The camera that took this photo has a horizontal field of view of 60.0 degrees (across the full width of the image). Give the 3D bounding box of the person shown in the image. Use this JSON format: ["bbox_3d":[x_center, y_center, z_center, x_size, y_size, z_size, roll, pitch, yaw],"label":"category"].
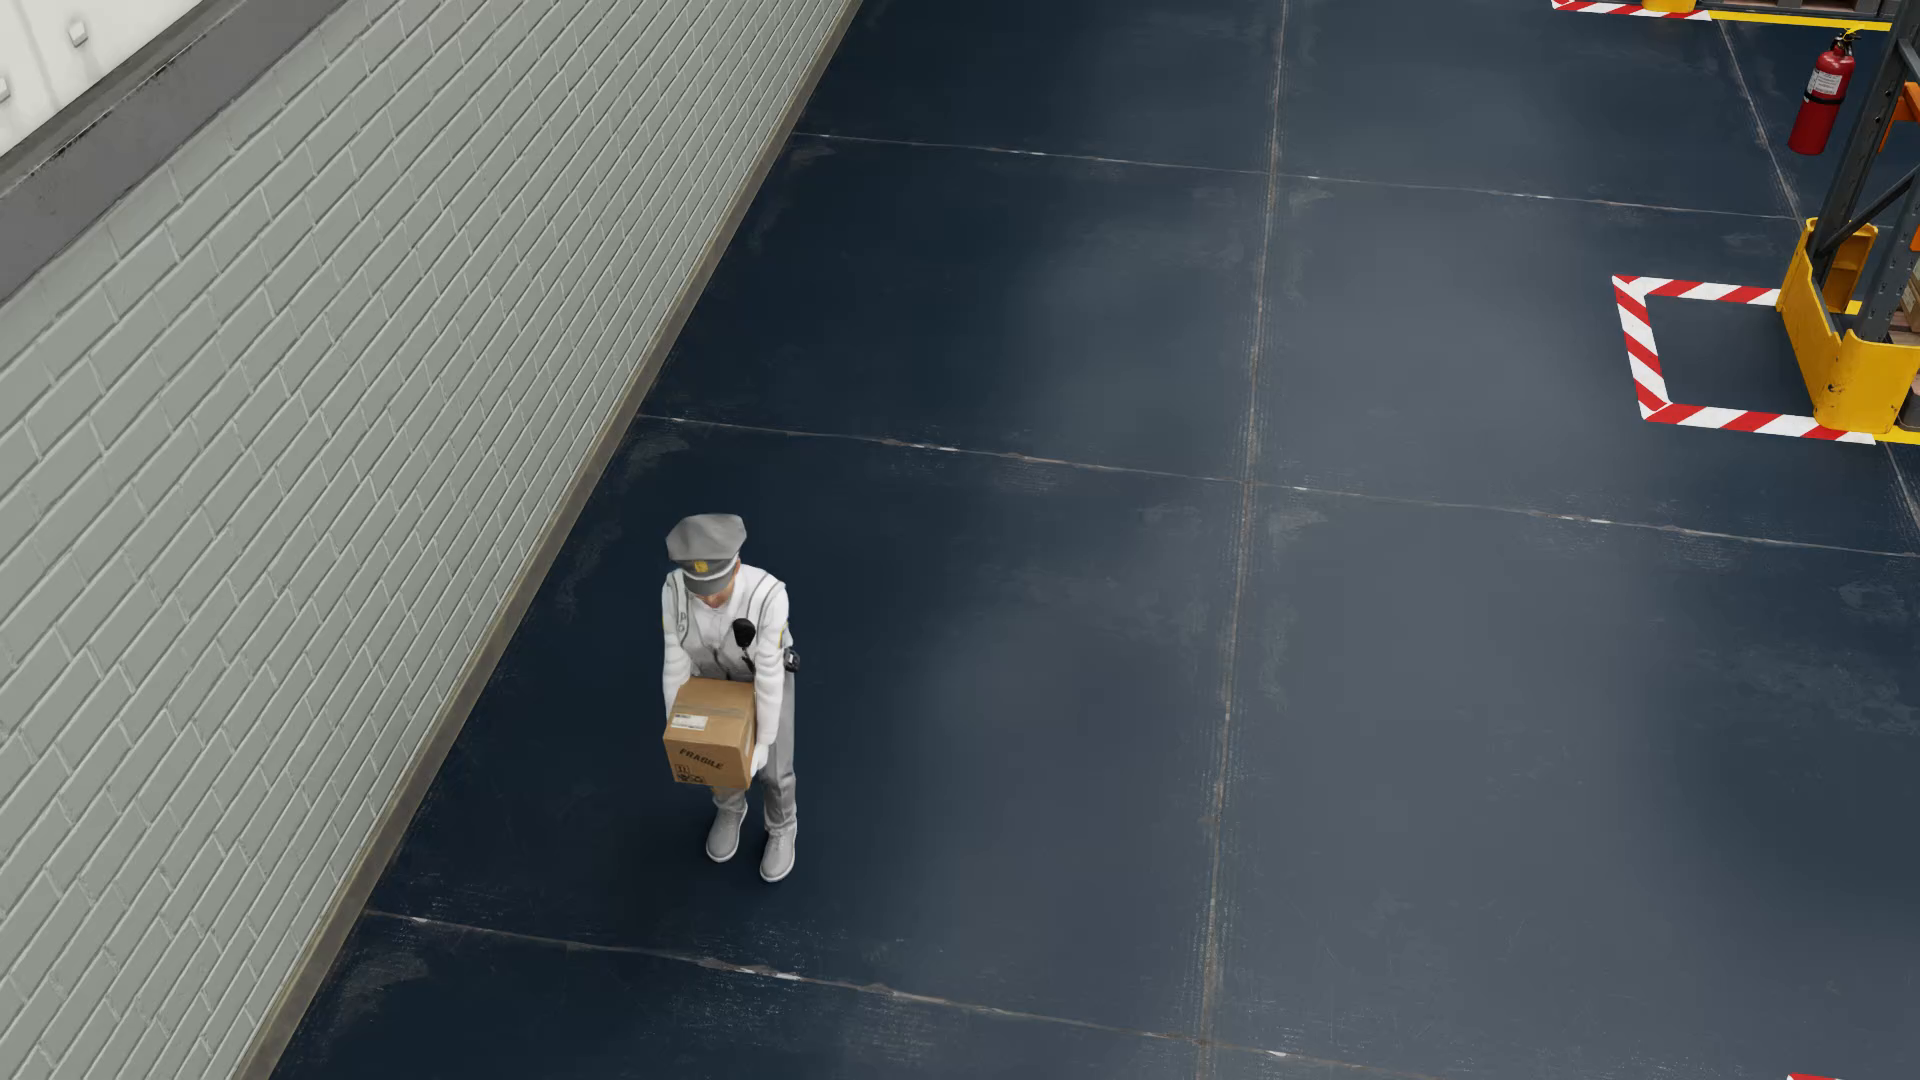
[{"bbox_3d":[-0.747,0.535,5.570,0.411,1.630,0.559,6,41,7],"label":"person"}]
